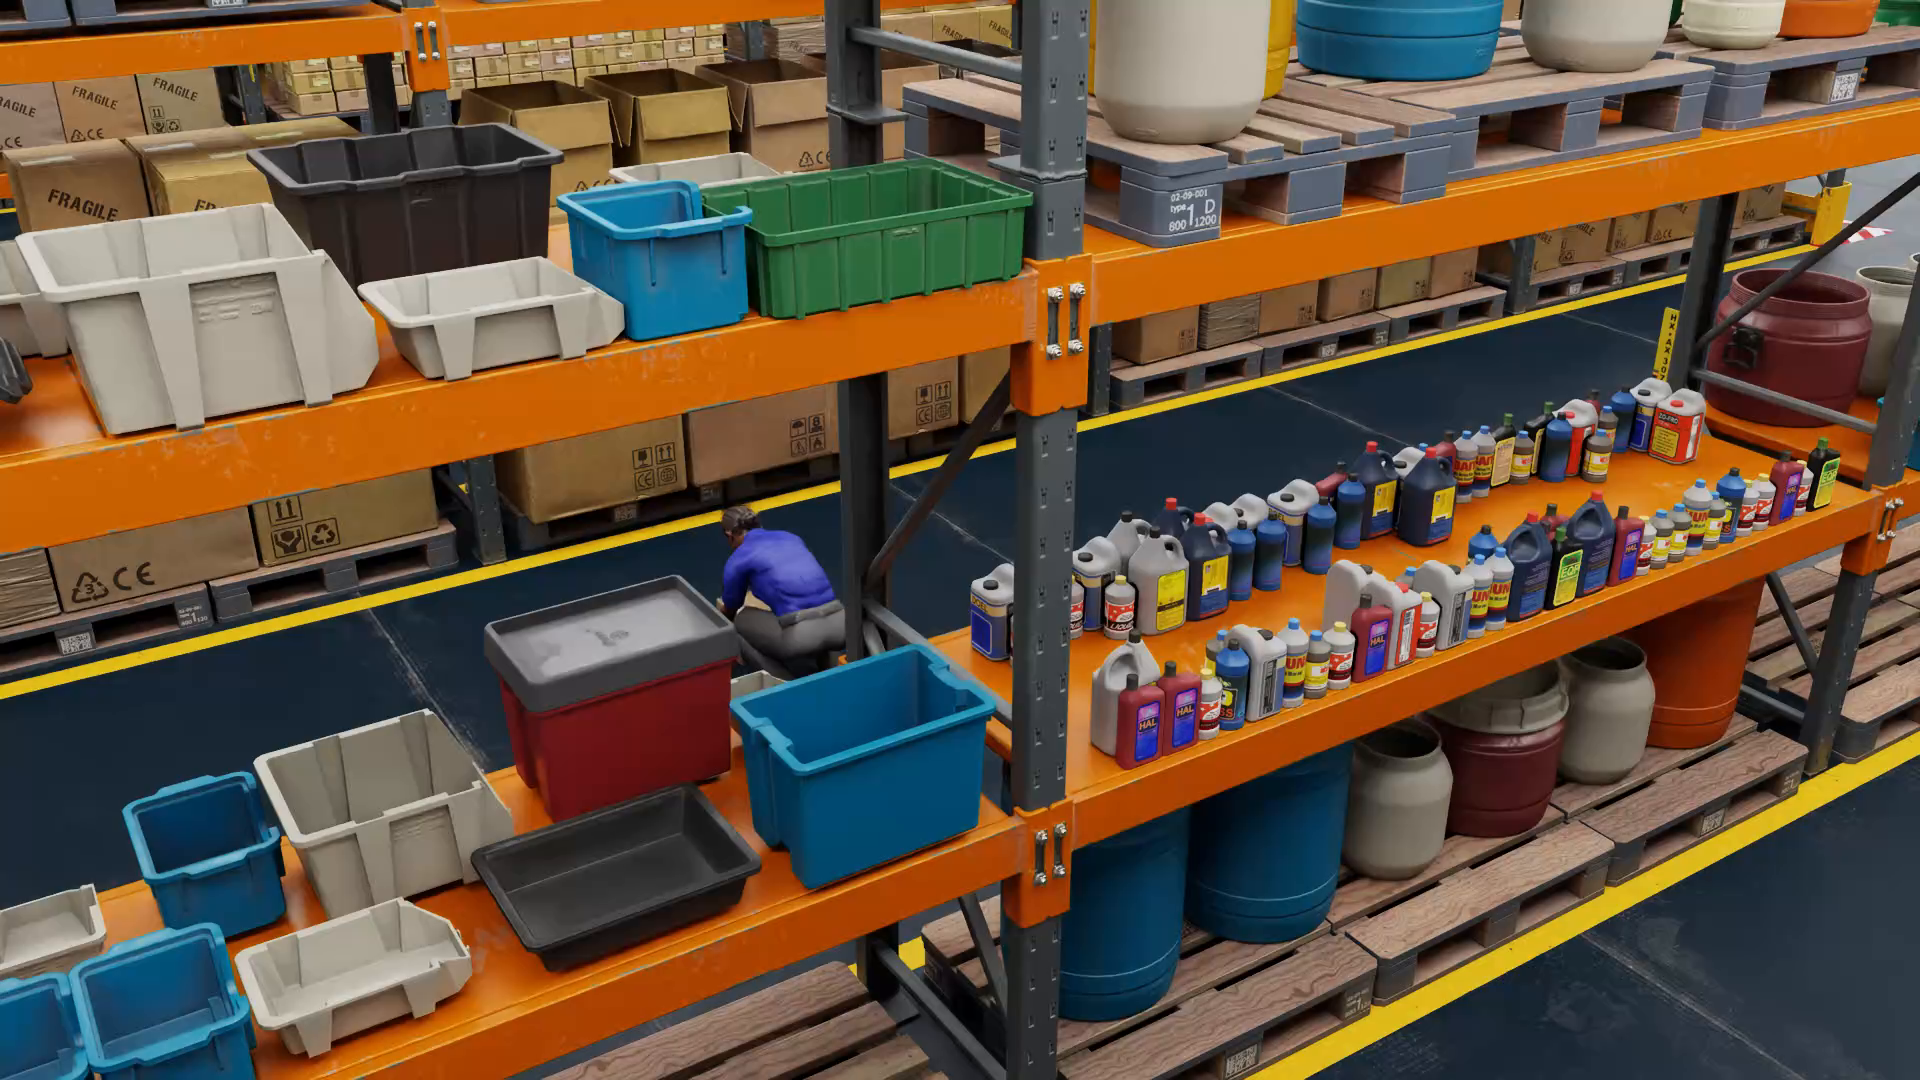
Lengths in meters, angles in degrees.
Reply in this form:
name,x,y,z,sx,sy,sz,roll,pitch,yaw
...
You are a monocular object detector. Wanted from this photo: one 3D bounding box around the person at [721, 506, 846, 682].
name,x,y,z,sx,sy,sz,roll,pitch,yaw
person,-0.801,0.302,7.528,0.479,0.809,0.824,-15,29,-29
